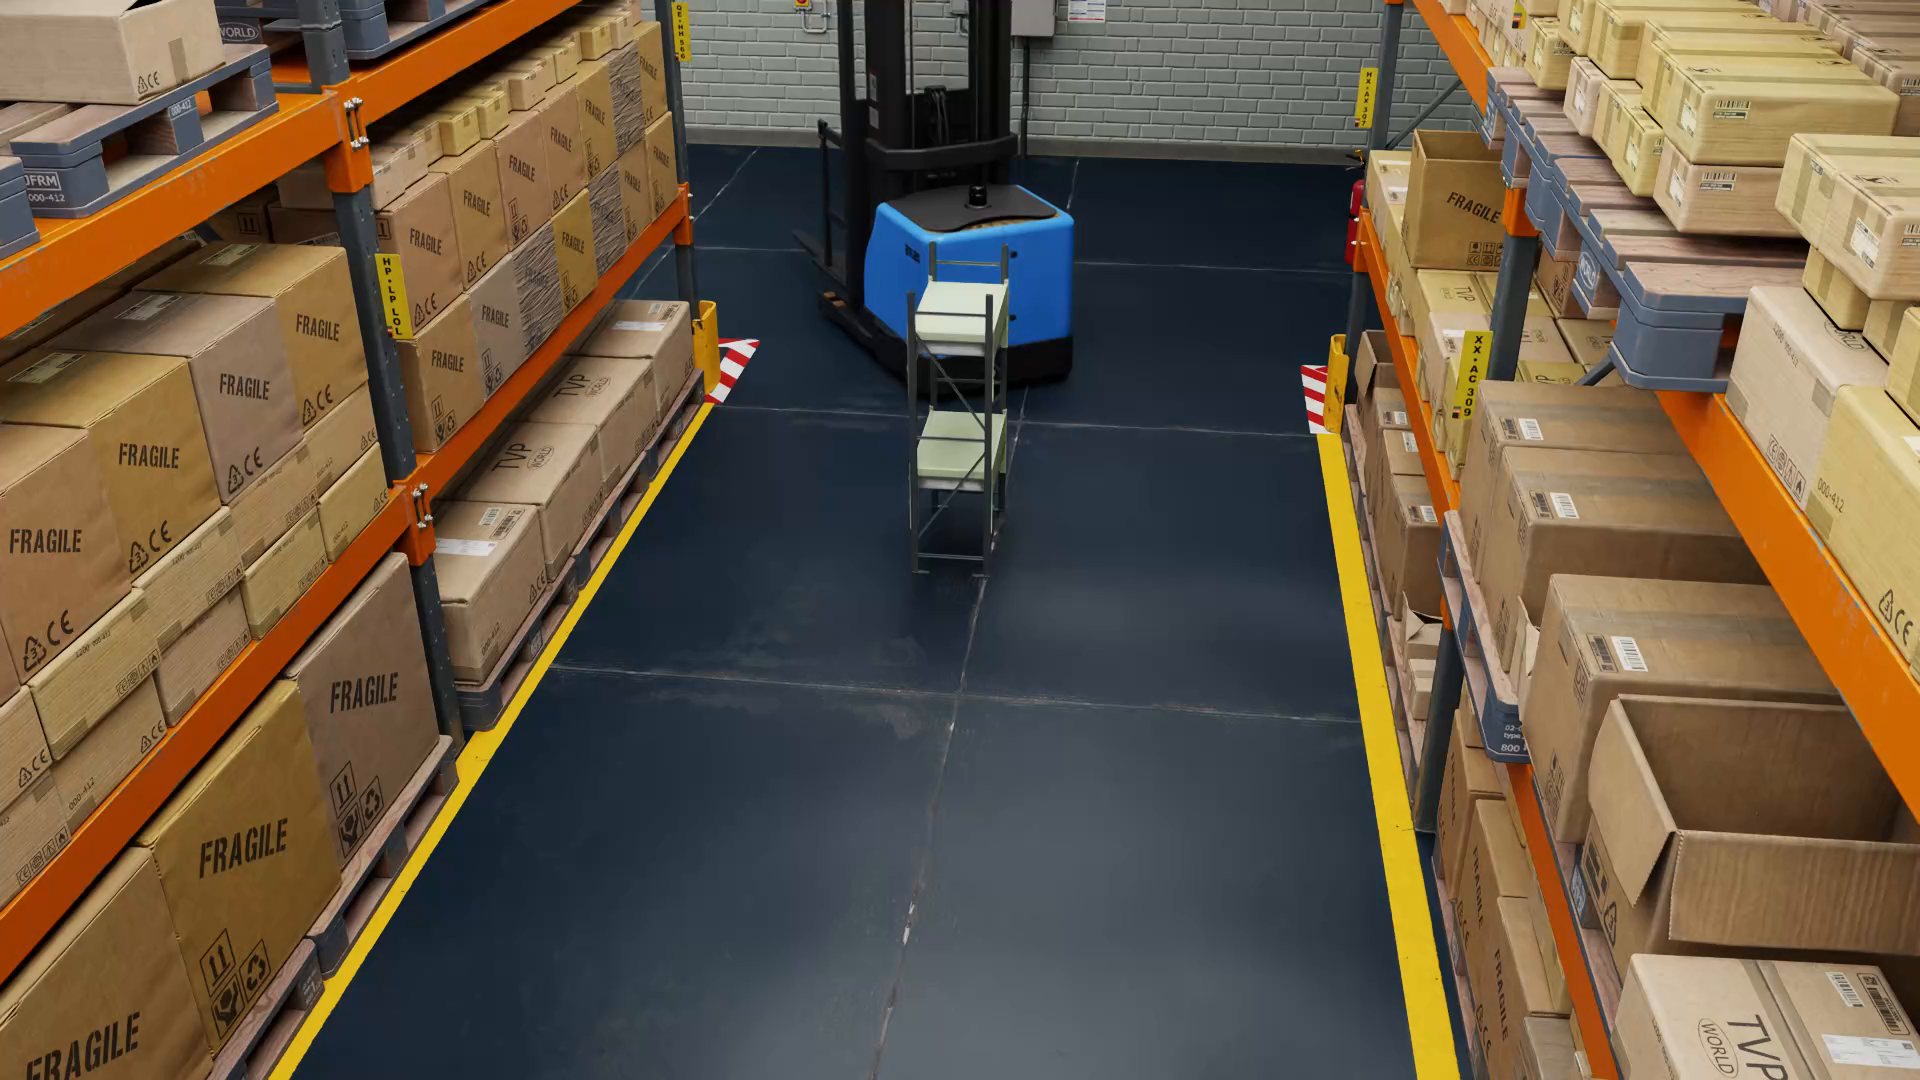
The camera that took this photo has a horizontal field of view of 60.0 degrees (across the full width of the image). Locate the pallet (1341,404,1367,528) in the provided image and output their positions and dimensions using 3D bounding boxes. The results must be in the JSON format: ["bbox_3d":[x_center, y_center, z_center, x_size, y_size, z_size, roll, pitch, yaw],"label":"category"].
[{"bbox_3d":[2.690,-0.401,9.273,1.003,0.211,1.213,3,28,6],"label":"pallet"}]

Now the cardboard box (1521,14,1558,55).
[{"bbox_3d":[1.875,-1.479,4.886,0.380,0.149,0.250,4,29,7],"label":"cardboard box"}]

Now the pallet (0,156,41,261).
[{"bbox_3d":[-2.950,-0.631,3.796,1.003,0.211,1.213,5,29,9],"label":"pallet"}]

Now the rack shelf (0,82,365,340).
[{"bbox_3d":[-2.865,-0.507,4.124,1.077,0.370,4.000,3,28,6],"label":"rack shelf"}]

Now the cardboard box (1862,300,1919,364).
[{"bbox_3d":[1.797,-0.363,2.836,0.380,0.149,0.250,4,29,7],"label":"cardboard box"}]

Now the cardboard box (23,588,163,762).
[{"bbox_3d":[-2.590,0.345,4.577,0.500,0.250,0.500,4,29,7],"label":"cardboard box"}]

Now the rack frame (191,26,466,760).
[{"bbox_3d":[-2.620,-0.444,6.412,1.000,3.000,0.127,3,28,6],"label":"rack frame"}]

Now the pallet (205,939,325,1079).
[{"bbox_3d":[-2.787,1.727,5.322,1.003,0.211,1.213,3,28,6],"label":"pallet"}]

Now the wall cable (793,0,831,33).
[{"bbox_3d":[-1.463,-5.444,14.588,0.585,1.953,0.123,3,28,6],"label":"wall cable"}]

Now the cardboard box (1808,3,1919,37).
[{"bbox_3d":[2.313,-1.216,4.086,0.380,0.149,0.250,4,29,8],"label":"cardboard box"}]

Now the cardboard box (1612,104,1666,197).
[{"bbox_3d":[1.712,-0.879,3.773,0.380,0.149,0.250,4,29,7],"label":"cardboard box"}]

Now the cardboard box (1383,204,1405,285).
[{"bbox_3d":[2.353,-1.431,8.088,0.500,0.250,0.500,3,28,5],"label":"cardboard box"}]

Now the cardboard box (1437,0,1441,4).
[{"bbox_3d":[2.242,-2.398,7.140,0.380,0.149,0.250,3,29,6],"label":"cardboard box"}]

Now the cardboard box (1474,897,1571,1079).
[{"bbox_3d":[1.903,1.459,5.073,0.500,0.500,0.500,3,28,5],"label":"cardboard box"}]

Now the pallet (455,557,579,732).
[{"bbox_3d":[-2.450,0.430,7.729,1.003,0.211,1.213,3,28,6],"label":"pallet"}]

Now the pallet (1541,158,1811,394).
[{"bbox_3d":[2.033,-0.604,3.744,1.213,0.211,1.003,3,28,6],"label":"pallet"}]

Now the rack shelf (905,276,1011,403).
[{"bbox_3d":[-0.001,-1.001,8.203,0.431,0.370,0.720,3,28,6],"label":"rack shelf"}]

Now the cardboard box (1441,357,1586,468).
[{"bbox_3d":[2.127,-0.476,6.316,0.500,0.250,0.500,4,29,7],"label":"cardboard box"}]

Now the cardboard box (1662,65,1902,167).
[{"bbox_3d":[1.704,-0.884,3.468,0.380,0.149,0.250,4,29,6],"label":"cardboard box"}]

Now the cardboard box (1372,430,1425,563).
[{"bbox_3d":[2.320,-0.199,8.150,0.500,0.500,0.500,4,29,7],"label":"cardboard box"}]

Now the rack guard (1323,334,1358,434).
[{"bbox_3d":[2.787,-0.904,9.901,1.175,0.500,0.348,3,28,6],"label":"rack guard"}]

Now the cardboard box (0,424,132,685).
[{"bbox_3d":[-2.612,0.023,4.386,0.500,0.500,0.500,4,29,7],"label":"cardboard box"}]

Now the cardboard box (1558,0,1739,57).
[{"bbox_3d":[1.799,-1.366,4.362,0.380,0.149,0.250,3,28,5],"label":"cardboard box"}]

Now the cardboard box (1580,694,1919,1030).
[{"bbox_3d":[1.833,0.716,3.707,0.797,0.503,0.637,3,28,5],"label":"cardboard box"}]

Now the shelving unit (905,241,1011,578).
[{"bbox_3d":[-0.001,-0.657,8.388,0.431,1.500,0.755,3,28,6],"label":"shelving unit"}]

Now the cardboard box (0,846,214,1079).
[{"bbox_3d":[-2.830,1.449,4.695,0.875,0.875,0.875,4,29,7],"label":"cardboard box"}]

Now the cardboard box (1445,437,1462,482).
[{"bbox_3d":[2.105,-0.335,6.475,0.380,0.149,0.250,4,29,8],"label":"cardboard box"}]

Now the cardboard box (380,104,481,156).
[{"bbox_3d":[-2.228,-1.705,6.909,0.380,0.149,0.250,3,28,6],"label":"cardboard box"}]

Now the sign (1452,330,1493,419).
[{"bbox_3d":[1.767,-0.567,5.726,0.100,0.325,0.005,3,28,6],"label":"sign"}]

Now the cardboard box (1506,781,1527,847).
[{"bbox_3d":[2.021,0.882,5.459,0.380,0.149,0.250,2,28,4],"label":"cardboard box"}]

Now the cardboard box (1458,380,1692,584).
[{"bbox_3d":[2.025,-0.172,5.358,0.700,0.500,0.500,4,29,7],"label":"cardboard box"}]

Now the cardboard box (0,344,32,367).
[{"bbox_3d":[-3.058,-0.261,4.912,0.500,0.500,0.500,3,28,5],"label":"cardboard box"}]

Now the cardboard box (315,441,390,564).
[{"bbox_3d":[-2.425,-0.152,6.028,0.500,0.250,0.500,3,28,5],"label":"cardboard box"}]

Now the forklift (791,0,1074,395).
[{"bbox_3d":[-0.352,-2.858,10.965,1.130,2.935,3.031,-12,31,-21],"label":"forklift"}]

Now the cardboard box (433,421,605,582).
[{"bbox_3d":[-2.328,-0.212,8.239,0.875,0.438,0.875,3,28,5],"label":"cardboard box"}]

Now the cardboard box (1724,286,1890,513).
[{"bbox_3d":[1.760,-0.257,3.060,0.500,0.250,0.500,3,28,6],"label":"cardboard box"}]

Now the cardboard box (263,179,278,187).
[{"bbox_3d":[-2.758,-1.495,6.519,0.380,0.149,0.250,4,29,7],"label":"cardboard box"}]

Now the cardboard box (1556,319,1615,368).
[{"bbox_3d":[2.690,-0.676,6.687,0.500,0.250,0.500,3,28,6],"label":"cardboard box"}]

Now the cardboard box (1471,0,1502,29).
[{"bbox_3d":[2.170,-2.030,6.037,0.500,0.250,0.500,2,28,4],"label":"cardboard box"}]

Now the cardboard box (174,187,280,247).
[{"bbox_3d":[-2.837,-1.167,6.593,0.500,0.500,0.500,3,28,6],"label":"cardboard box"}]

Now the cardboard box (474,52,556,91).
[{"bbox_3d":[-2.128,-2.190,7.809,0.380,0.149,0.250,4,29,8],"label":"cardboard box"}]

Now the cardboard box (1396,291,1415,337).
[{"bbox_3d":[2.265,-1.062,7.824,0.380,0.149,0.250,4,29,7],"label":"cardboard box"}]

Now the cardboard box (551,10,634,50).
[{"bbox_3d":[-1.931,-2.669,8.698,0.380,0.149,0.250,3,28,6],"label":"cardboard box"}]

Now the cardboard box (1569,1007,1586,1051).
[{"bbox_3d":[1.896,1.373,4.548,0.380,0.149,0.250,3,29,6],"label":"cardboard box"}]

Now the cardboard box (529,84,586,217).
[{"bbox_3d":[-2.115,-1.854,7.868,0.500,0.500,0.500,3,28,6],"label":"cardboard box"}]

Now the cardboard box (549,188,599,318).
[{"bbox_3d":[-2.107,-1.407,8.093,0.500,0.500,0.500,4,29,8],"label":"cardboard box"}]

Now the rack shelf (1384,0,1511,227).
[{"bbox_3d":[2.551,-2.103,7.086,1.077,0.370,4.000,3,28,6],"label":"rack shelf"}]

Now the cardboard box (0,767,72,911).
[{"bbox_3d":[-2.685,0.800,4.261,0.500,0.250,0.500,4,29,8],"label":"cardboard box"}]

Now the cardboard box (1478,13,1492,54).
[{"bbox_3d":[2.166,-1.910,6.235,0.380,0.149,0.250,3,28,6],"label":"cardboard box"}]
